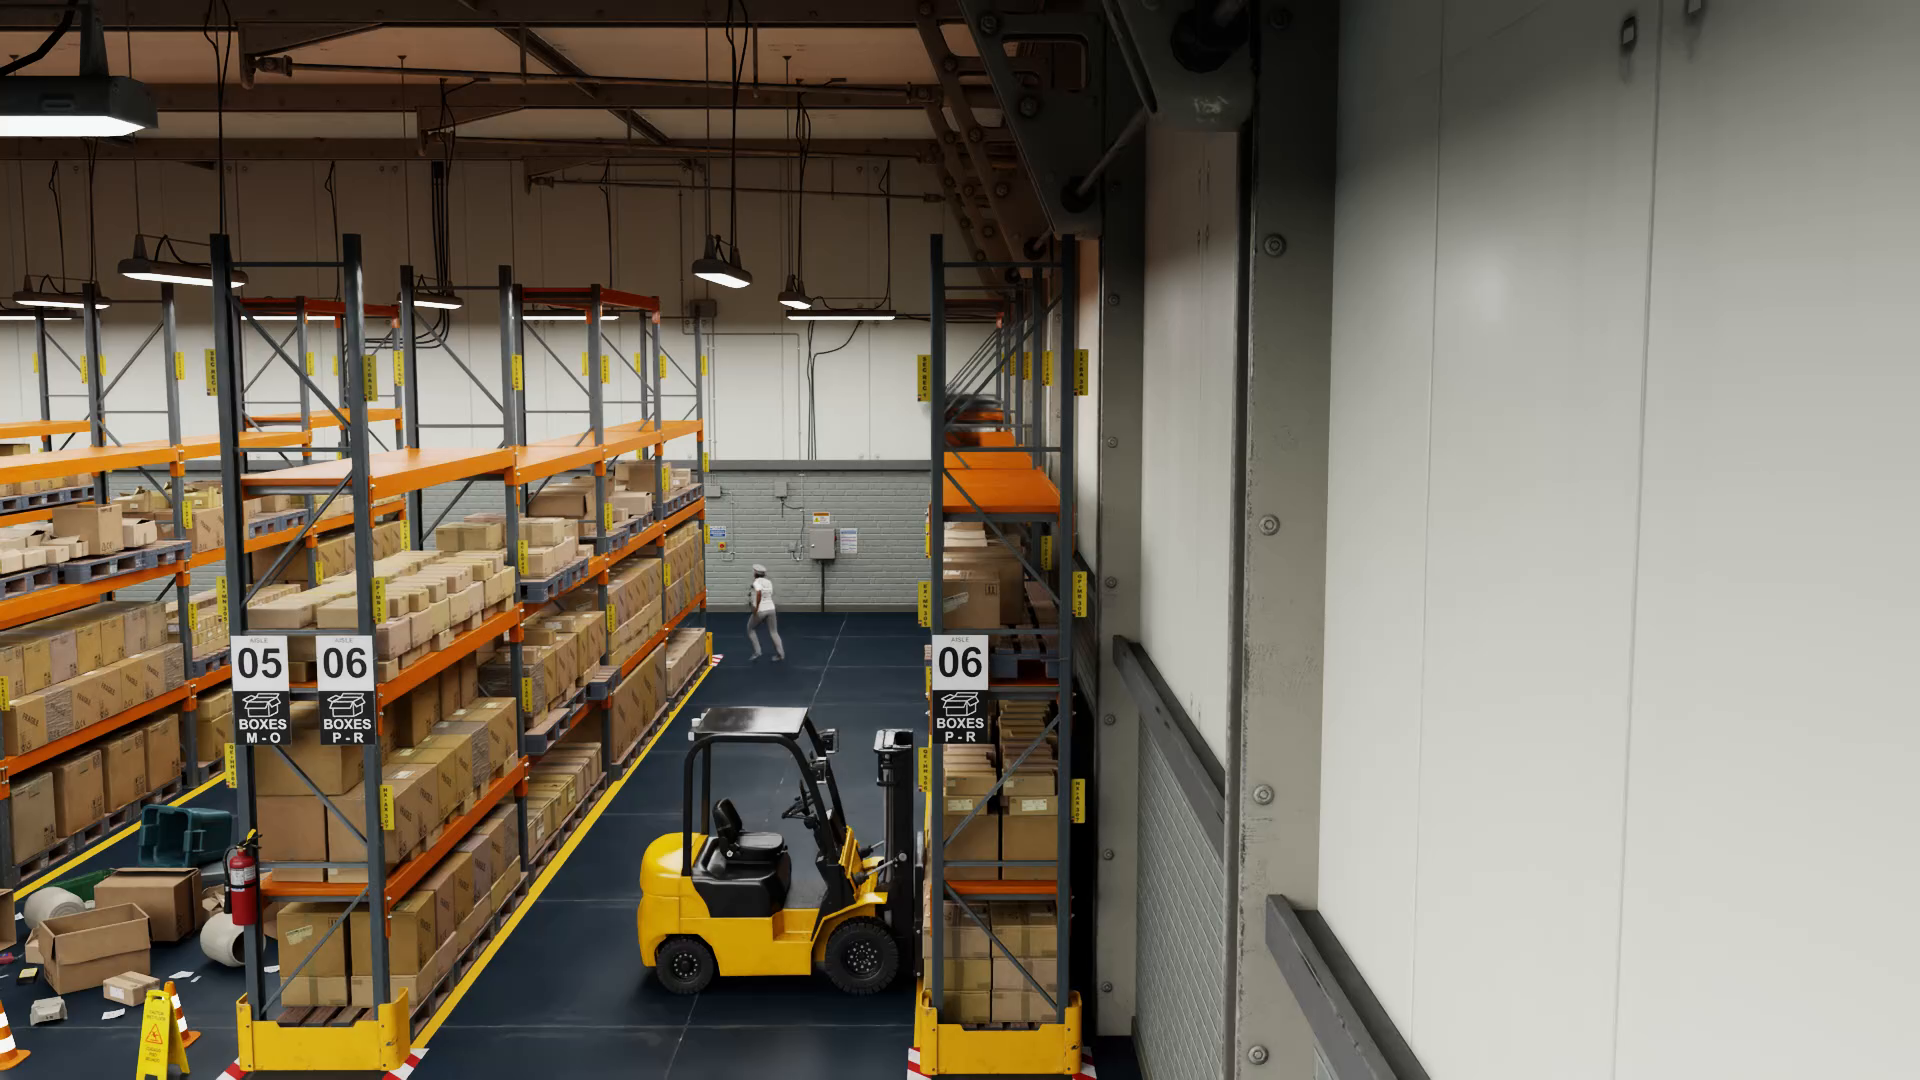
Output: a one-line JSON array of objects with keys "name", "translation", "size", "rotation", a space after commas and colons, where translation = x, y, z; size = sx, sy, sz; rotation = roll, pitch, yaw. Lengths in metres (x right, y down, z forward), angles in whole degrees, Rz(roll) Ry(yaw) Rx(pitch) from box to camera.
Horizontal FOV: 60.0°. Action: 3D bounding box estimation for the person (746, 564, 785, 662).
[{"name": "person", "translation": [-3.300, 1.248, 28.083], "size": [0.548, 1.672, 0.902], "rotation": [-6, 9, -44]}]
